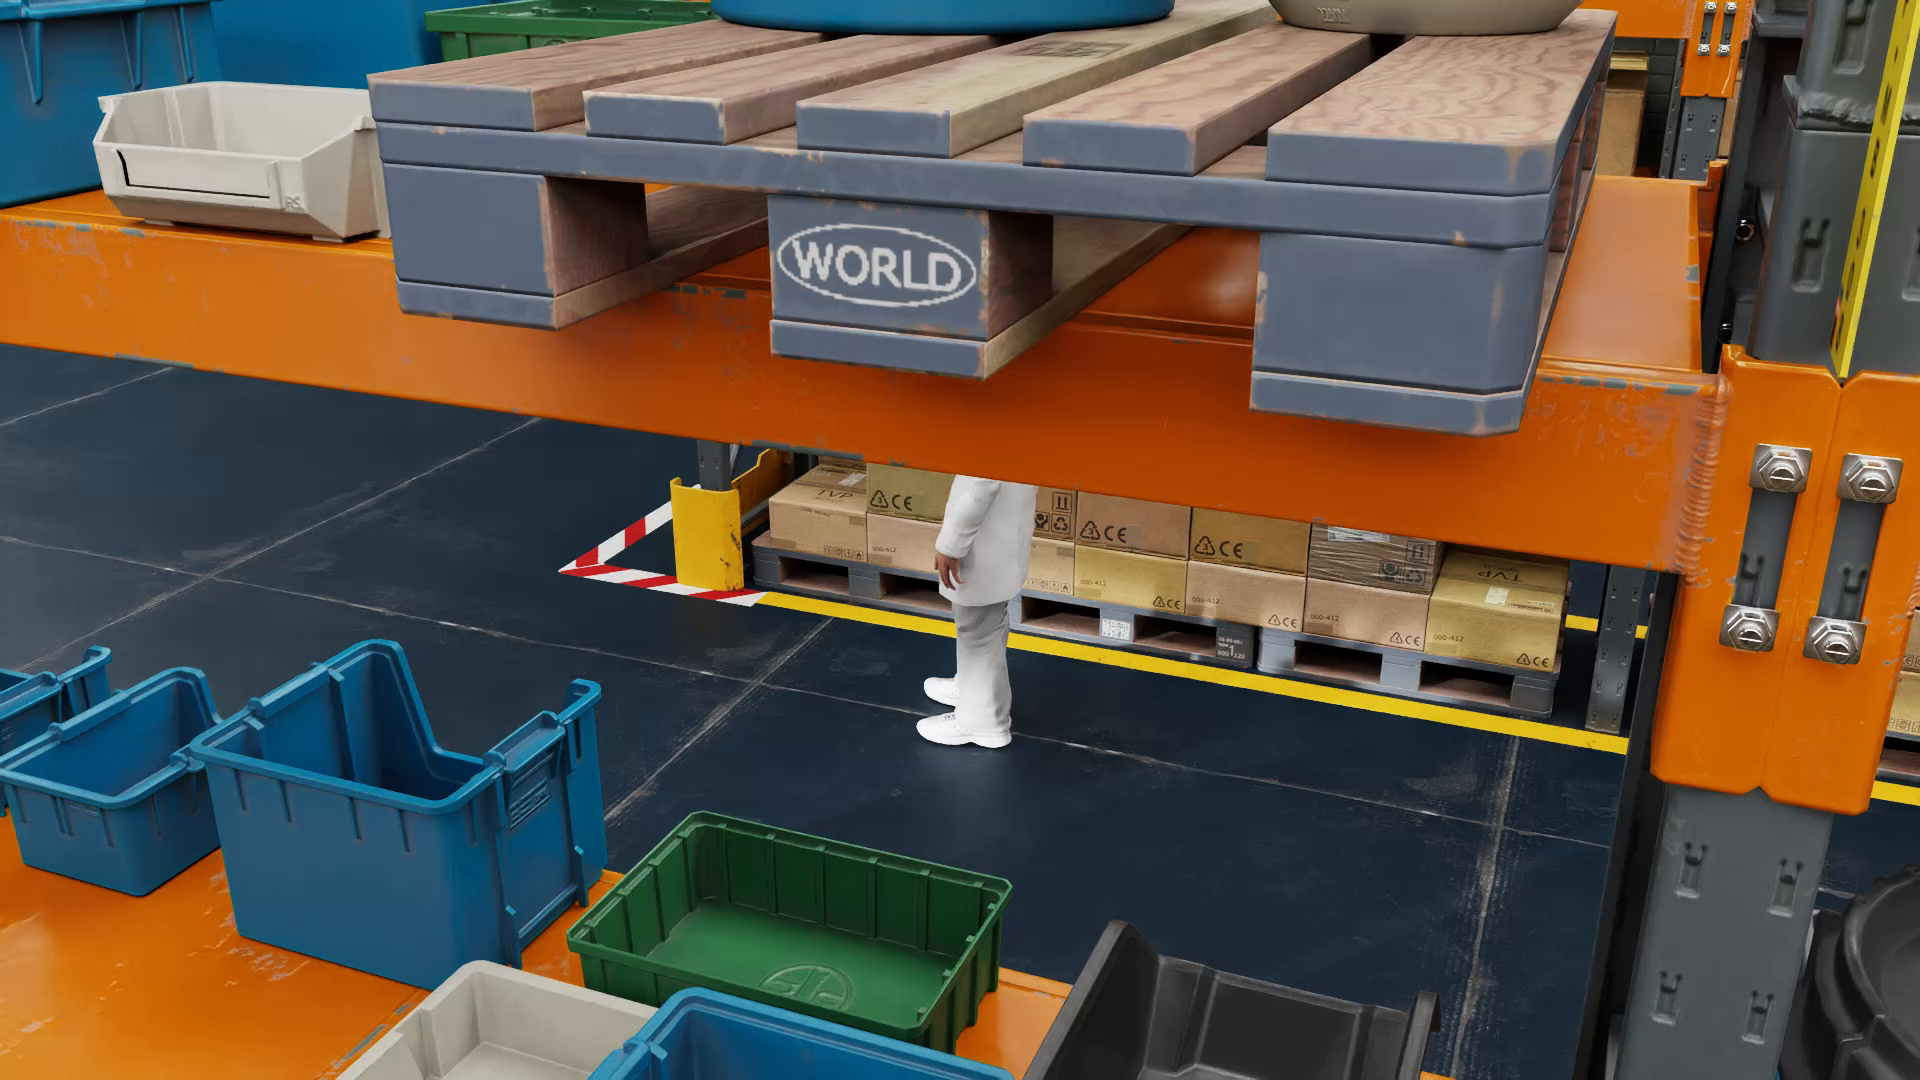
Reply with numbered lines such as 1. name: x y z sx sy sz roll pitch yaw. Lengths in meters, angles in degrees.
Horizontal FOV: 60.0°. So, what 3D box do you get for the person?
1. person: 0.018 -0.048 6.222 0.578 1.765 0.698 9 24 20
